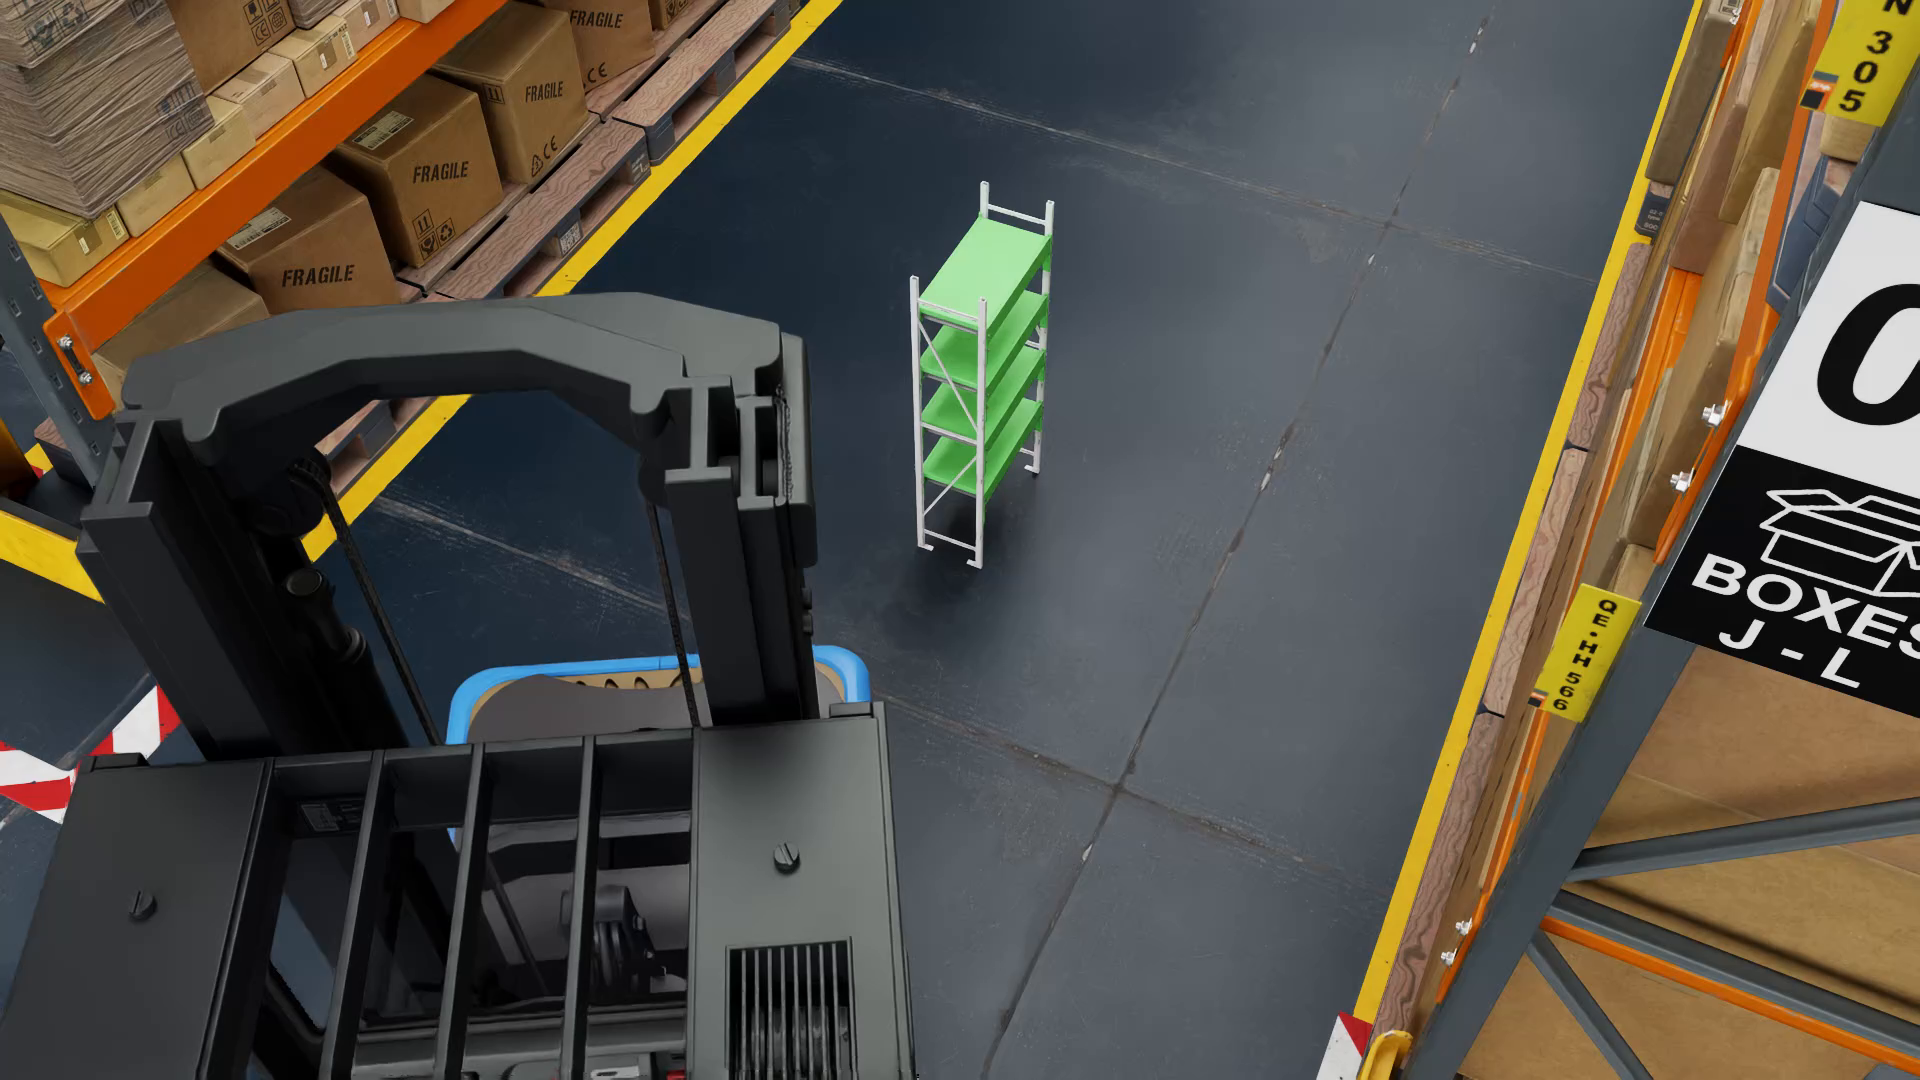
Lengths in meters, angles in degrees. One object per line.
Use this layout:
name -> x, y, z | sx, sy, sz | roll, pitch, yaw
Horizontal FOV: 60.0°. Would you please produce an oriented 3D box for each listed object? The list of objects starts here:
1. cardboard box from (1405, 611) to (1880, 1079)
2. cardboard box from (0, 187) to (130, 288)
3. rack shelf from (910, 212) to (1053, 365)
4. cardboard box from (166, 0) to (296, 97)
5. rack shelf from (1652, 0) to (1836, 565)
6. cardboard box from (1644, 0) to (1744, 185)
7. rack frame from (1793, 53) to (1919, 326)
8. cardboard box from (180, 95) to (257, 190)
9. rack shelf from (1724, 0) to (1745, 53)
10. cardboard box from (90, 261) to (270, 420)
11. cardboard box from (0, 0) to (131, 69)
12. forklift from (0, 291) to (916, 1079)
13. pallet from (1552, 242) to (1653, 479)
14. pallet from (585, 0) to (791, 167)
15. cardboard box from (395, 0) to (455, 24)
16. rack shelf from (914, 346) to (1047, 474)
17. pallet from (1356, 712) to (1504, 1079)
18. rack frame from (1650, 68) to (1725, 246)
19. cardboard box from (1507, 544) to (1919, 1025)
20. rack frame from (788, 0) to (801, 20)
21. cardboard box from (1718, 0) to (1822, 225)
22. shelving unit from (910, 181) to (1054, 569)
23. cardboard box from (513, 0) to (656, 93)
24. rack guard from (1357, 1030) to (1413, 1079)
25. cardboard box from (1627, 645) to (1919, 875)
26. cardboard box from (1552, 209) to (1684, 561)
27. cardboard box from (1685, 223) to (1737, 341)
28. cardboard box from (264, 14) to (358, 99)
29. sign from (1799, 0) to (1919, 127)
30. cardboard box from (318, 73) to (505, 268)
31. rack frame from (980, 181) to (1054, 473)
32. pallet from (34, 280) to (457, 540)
cardboard box -> 1.729, 0.892, 4.141 | 0.875, 0.875, 0.875 | 20, 53, 16
cardboard box -> -2.605, -0.893, 4.705 | 0.380, 0.149, 0.250 | 20, 52, 16
rack shelf -> 0.071, -0.772, 5.073 | 0.258, 0.148, 0.480 | 20, 52, 16
cardboard box -> -2.578, -1.738, 4.998 | 0.875, 0.500, 0.500 | 20, 52, 16
rack shelf -> 2.353, -1.288, 3.380 | 1.077, 0.370, 4.000 | 20, 52, 16
cardboard box -> 3.391, -1.790, 6.505 | 1.050, 0.750, 0.750 | 20, 52, 16
rack frame -> 1.499, -1.116, 0.791 | 1.000, 3.000, 0.127 | 20, 52, 16
cardboard box -> -2.361, -1.226, 4.989 | 0.380, 0.149, 0.250 | 20, 52, 16
rack shelf -> 4.062, -3.071, 6.866 | 1.077, 0.370, 4.000 | 20, 52, 16
cardboard box -> -2.661, -0.606, 5.662 | 0.500, 0.500, 0.500 | 29, 55, 22
cardboard box -> -2.461, -1.598, 4.223 | 0.500, 0.500, 0.500 | 20, 52, 16
forklift -> -0.615, 1.153, 2.844 | 1.130, 2.935, 3.031 | -4, 50, -3
pallet -> 2.812, -0.525, 6.058 | 1.003, 0.211, 1.213 | 20, 52, 16
pallet -> -1.489, -2.232, 7.511 | 1.003, 0.211, 1.213 | 20, 52, 16
cardboard box -> -1.877, -1.894, 5.557 | 0.380, 0.149, 0.250 | 20, 52, 16
rack shelf -> 0.071, -0.461, 5.439 | 0.258, 0.148, 0.480 | 20, 52, 16
pallet -> 1.769, 1.155, 4.628 | 1.003, 0.211, 1.213 | 20, 52, 16
rack frame -> 3.207, -1.927, 5.420 | 1.000, 3.000, 0.127 | 20, 52, 16
cardboard box -> 1.616, 0.509, 3.249 | 0.875, 0.550, 0.550 | 20, 52, 16
rack frame -> -1.234, -3.610, 6.852 | 1.000, 3.000, 0.127 | 20, 52, 16
cardboard box -> 2.315, -0.971, 3.799 | 0.875, 0.550, 0.500 | 20, 52, 16
shelving unit -> 0.071, -0.503, 5.390 | 0.258, 1.200, 0.503 | 20, 52, 16
cardboard box -> -1.679, -2.277, 7.083 | 0.500, 0.500, 0.500 | 36, 58, 27
rack guard -> 1.488, 1.654, 4.014 | 1.175, 0.500, 0.348 | 20, 52, 16
cardboard box -> 1.692, 0.186, 2.814 | 0.875, 0.550, 0.550 | 20, 52, 16
cardboard box -> 2.494, -0.342, 5.191 | 0.875, 0.875, 0.875 | 20, 53, 16
cardboard box -> 2.373, -0.600, 4.193 | 0.875, 0.550, 0.500 | 20, 52, 16
cardboard box -> -2.160, -1.575, 5.285 | 0.380, 0.149, 0.250 | 20, 52, 16
sign -> 1.014, -0.592, 1.785 | 0.100, 0.325, 0.005 | 20, 52, 16
cardboard box -> -2.152, -1.454, 6.383 | 0.500, 0.500, 0.500 | 24, 54, 19
rack frame -> 0.175, -0.671, 5.533 | 0.240, 1.200, 0.015 | 20, 52, 16
pallet -> -2.531, -0.552, 6.081 | 1.003, 0.211, 1.213 | 20, 52, 16
